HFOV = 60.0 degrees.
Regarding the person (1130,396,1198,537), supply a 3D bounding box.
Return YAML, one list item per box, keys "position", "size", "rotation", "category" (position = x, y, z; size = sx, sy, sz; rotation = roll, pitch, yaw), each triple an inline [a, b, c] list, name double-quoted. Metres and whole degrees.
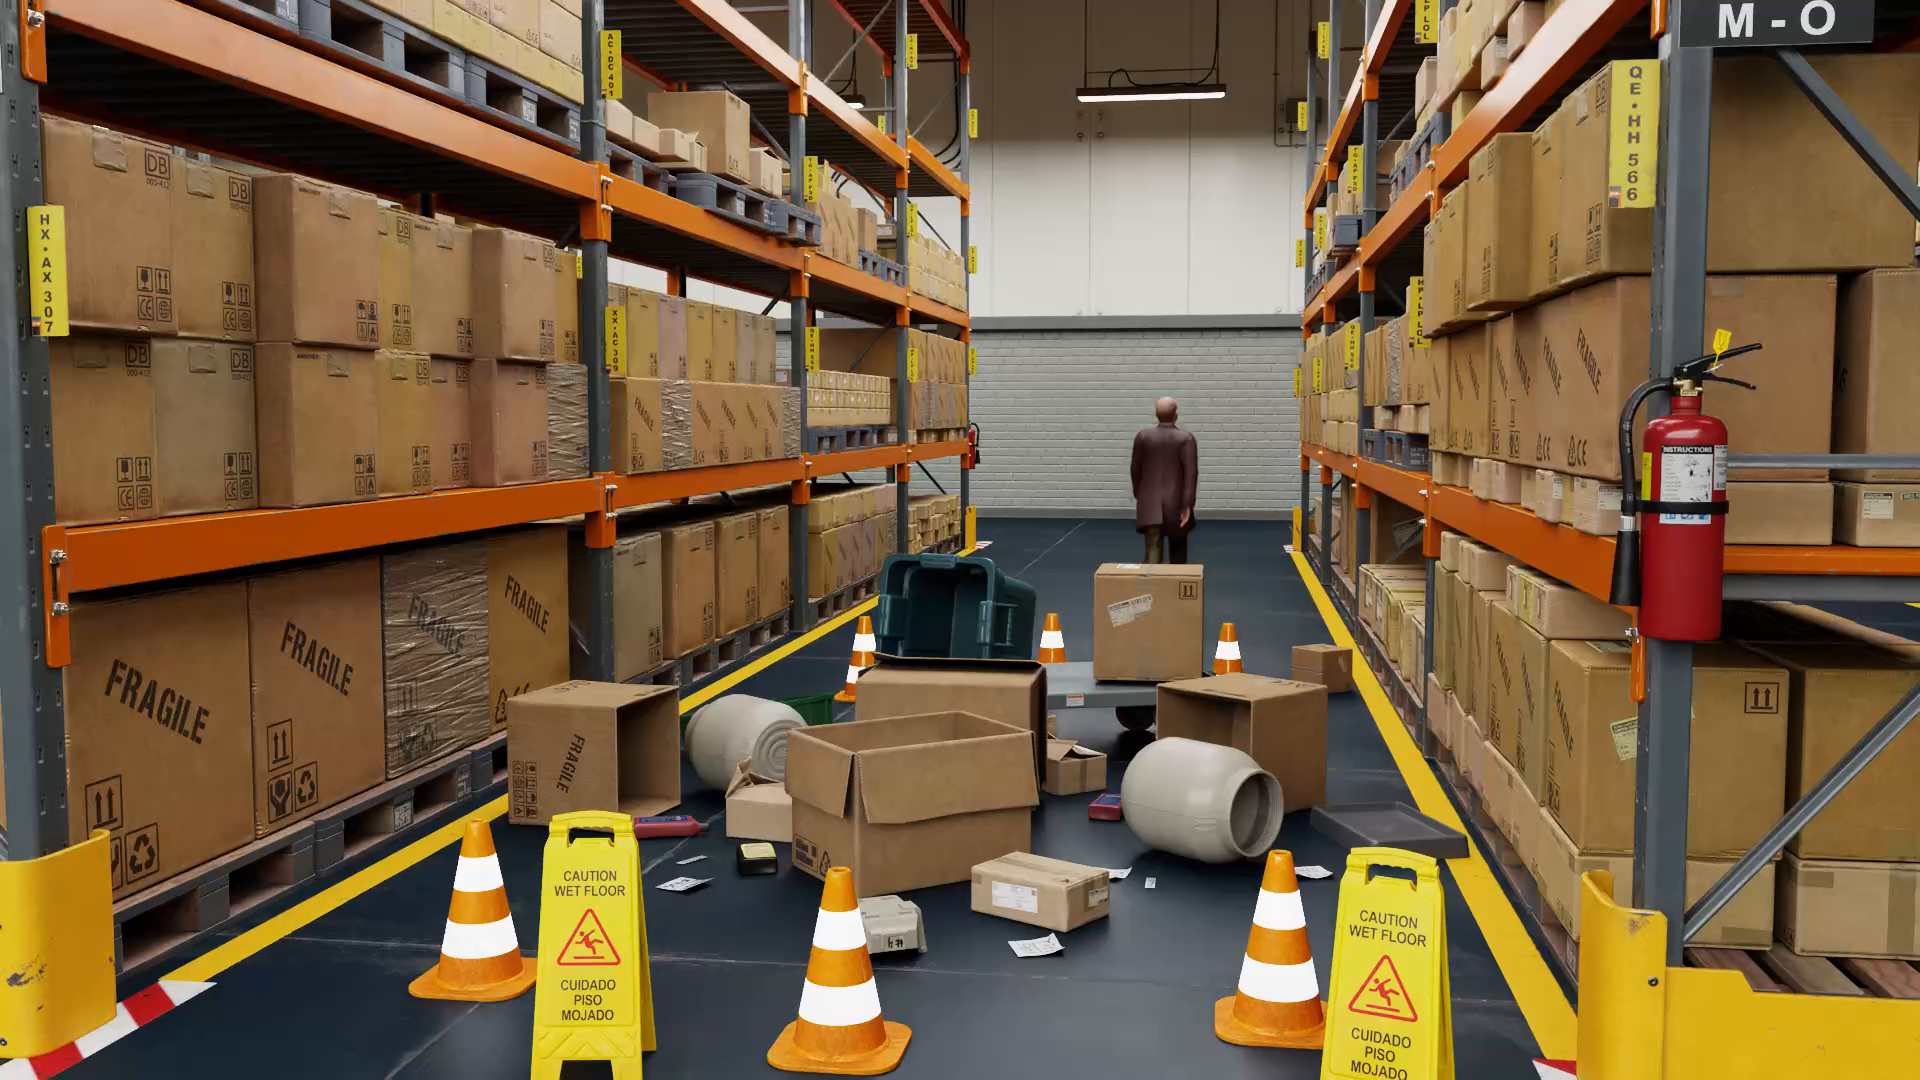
- position: [1.676, -0.313, 13.629]
  size: [0.563, 1.719, 1.124]
  rotation: [1, 4, 10]
  category: "person"
